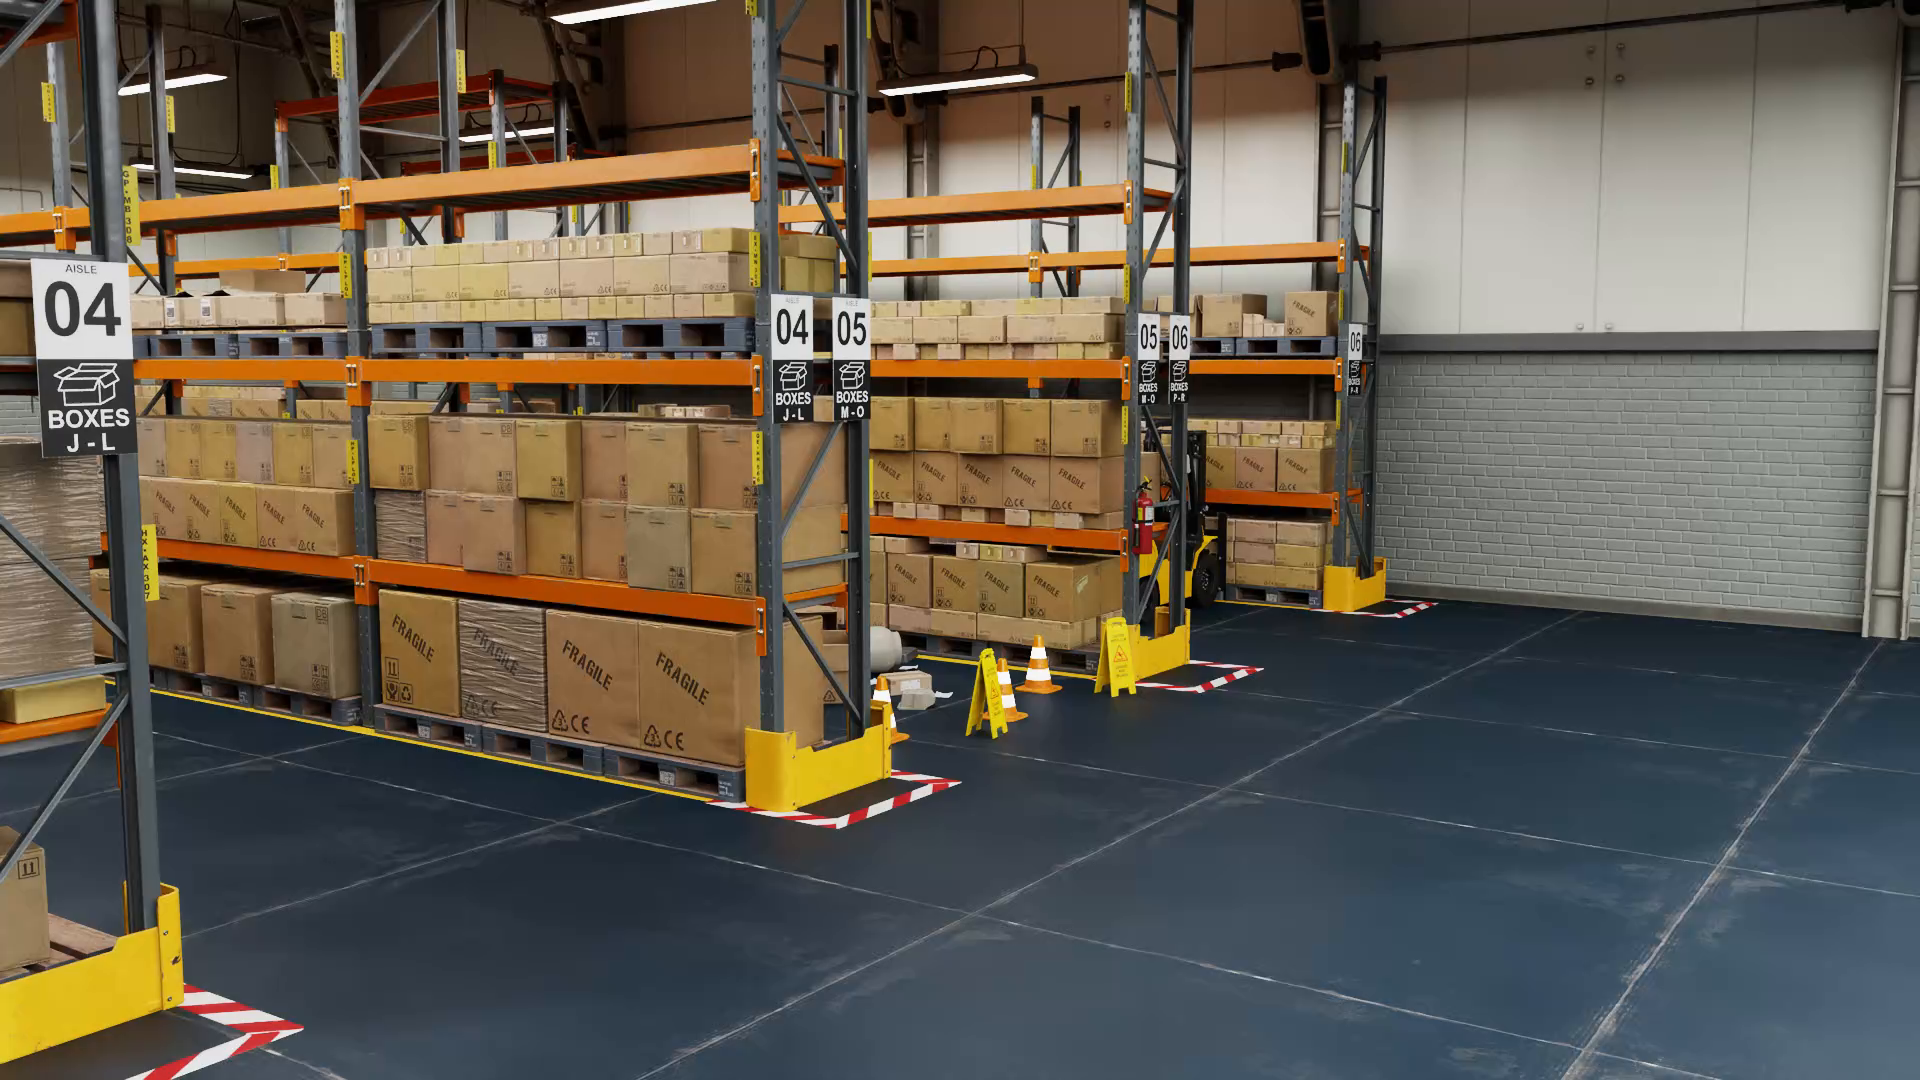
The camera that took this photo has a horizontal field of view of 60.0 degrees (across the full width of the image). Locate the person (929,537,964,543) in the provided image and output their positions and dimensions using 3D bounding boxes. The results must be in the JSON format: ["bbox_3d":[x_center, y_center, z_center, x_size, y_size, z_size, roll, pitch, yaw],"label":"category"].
[{"bbox_3d":[-0.225,0.246,19.043,0.582,1.010,0.942,4,7,31],"label":"person"}]
